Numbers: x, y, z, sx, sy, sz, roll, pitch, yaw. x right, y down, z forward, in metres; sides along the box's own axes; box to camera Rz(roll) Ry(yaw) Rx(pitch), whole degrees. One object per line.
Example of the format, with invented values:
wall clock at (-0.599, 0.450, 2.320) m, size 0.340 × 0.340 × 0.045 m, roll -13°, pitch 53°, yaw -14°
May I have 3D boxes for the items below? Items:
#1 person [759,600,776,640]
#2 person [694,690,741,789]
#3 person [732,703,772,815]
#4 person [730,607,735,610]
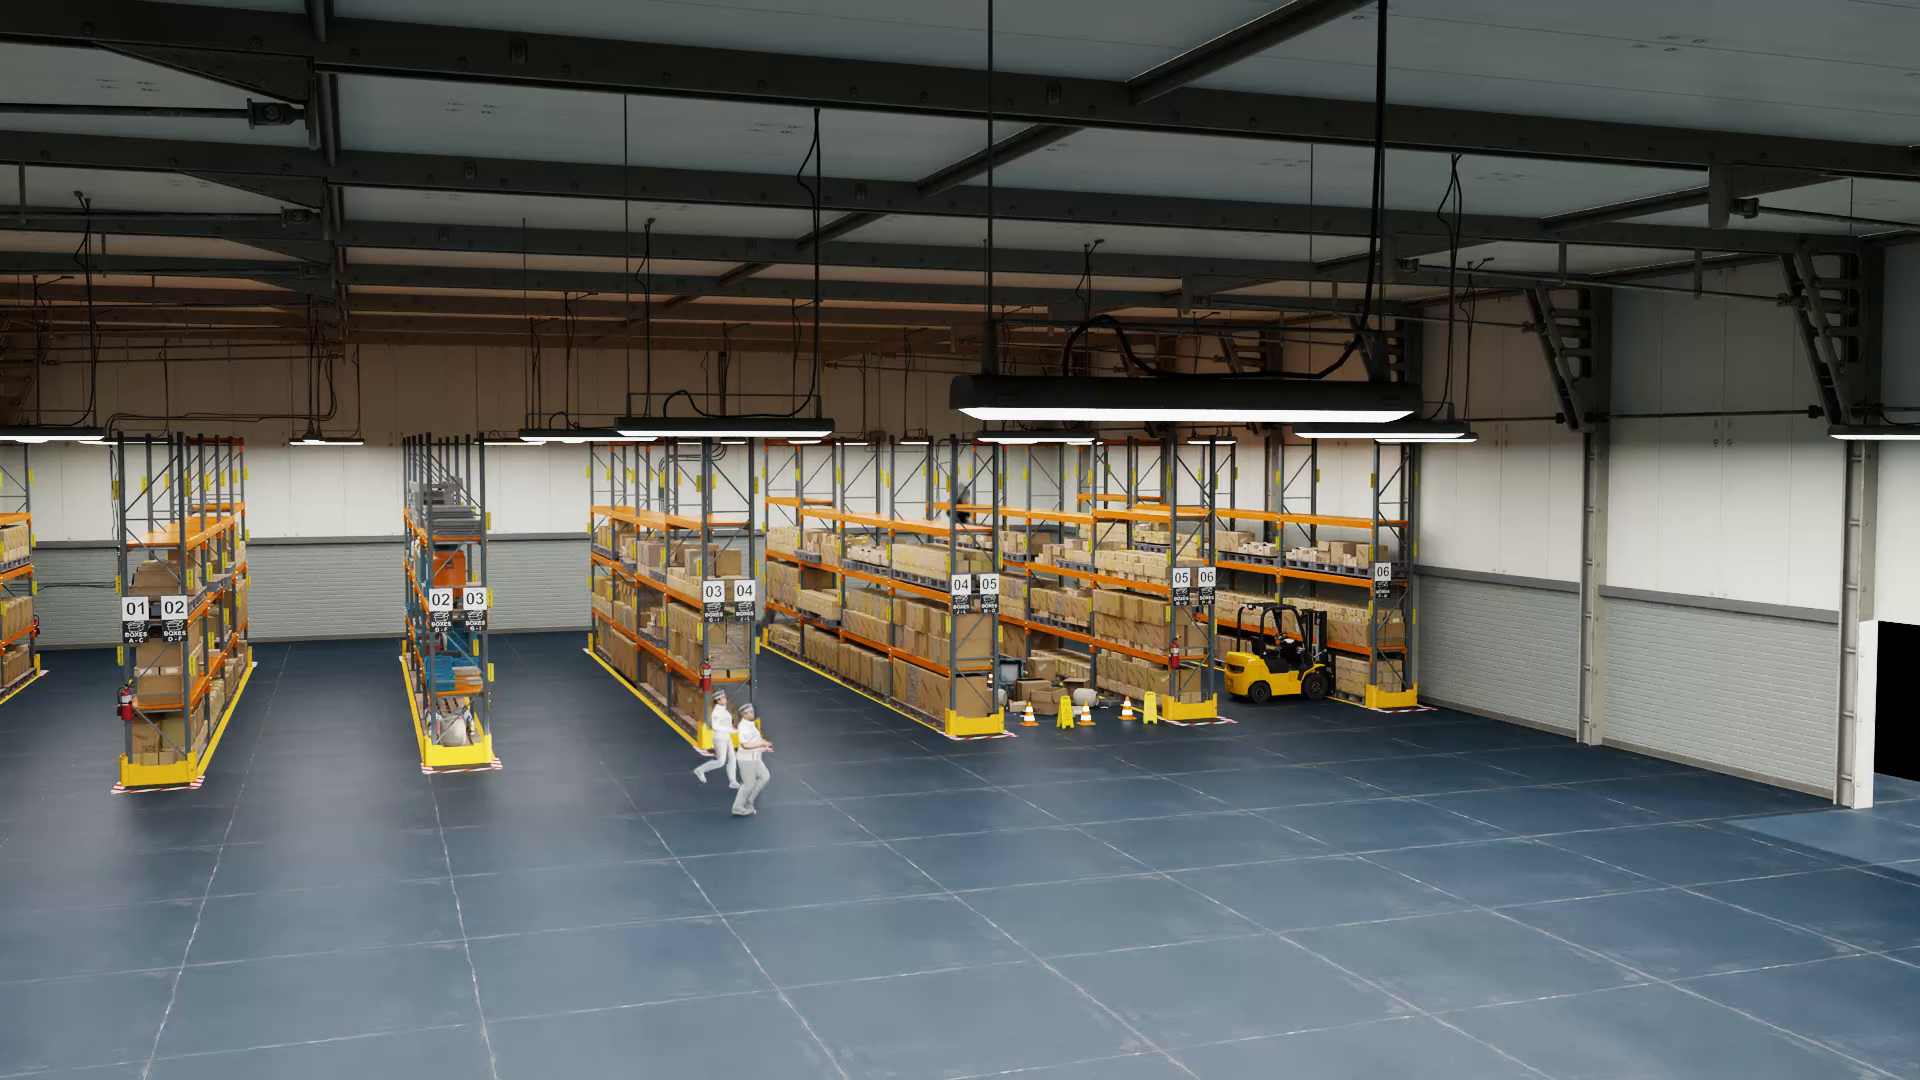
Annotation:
person at (-5.631, 2.188, 49.377) m, size 0.837 × 1.622 × 0.610 m, roll -1°, pitch 3°, yaw -23°
person at (-4.011, 3.334, 27.819) m, size 0.870 × 1.681 × 0.616 m, roll 0°, pitch 3°, yaw 7°
person at (-3.218, 3.415, 25.857) m, size 0.660 × 1.796 × 0.644 m, roll 0°, pitch 3°, yaw 6°
person at (-6.523, 2.211, 47.998) m, size 0.663 × 1.727 × 0.808 m, roll 0°, pitch 3°, yaw 6°
